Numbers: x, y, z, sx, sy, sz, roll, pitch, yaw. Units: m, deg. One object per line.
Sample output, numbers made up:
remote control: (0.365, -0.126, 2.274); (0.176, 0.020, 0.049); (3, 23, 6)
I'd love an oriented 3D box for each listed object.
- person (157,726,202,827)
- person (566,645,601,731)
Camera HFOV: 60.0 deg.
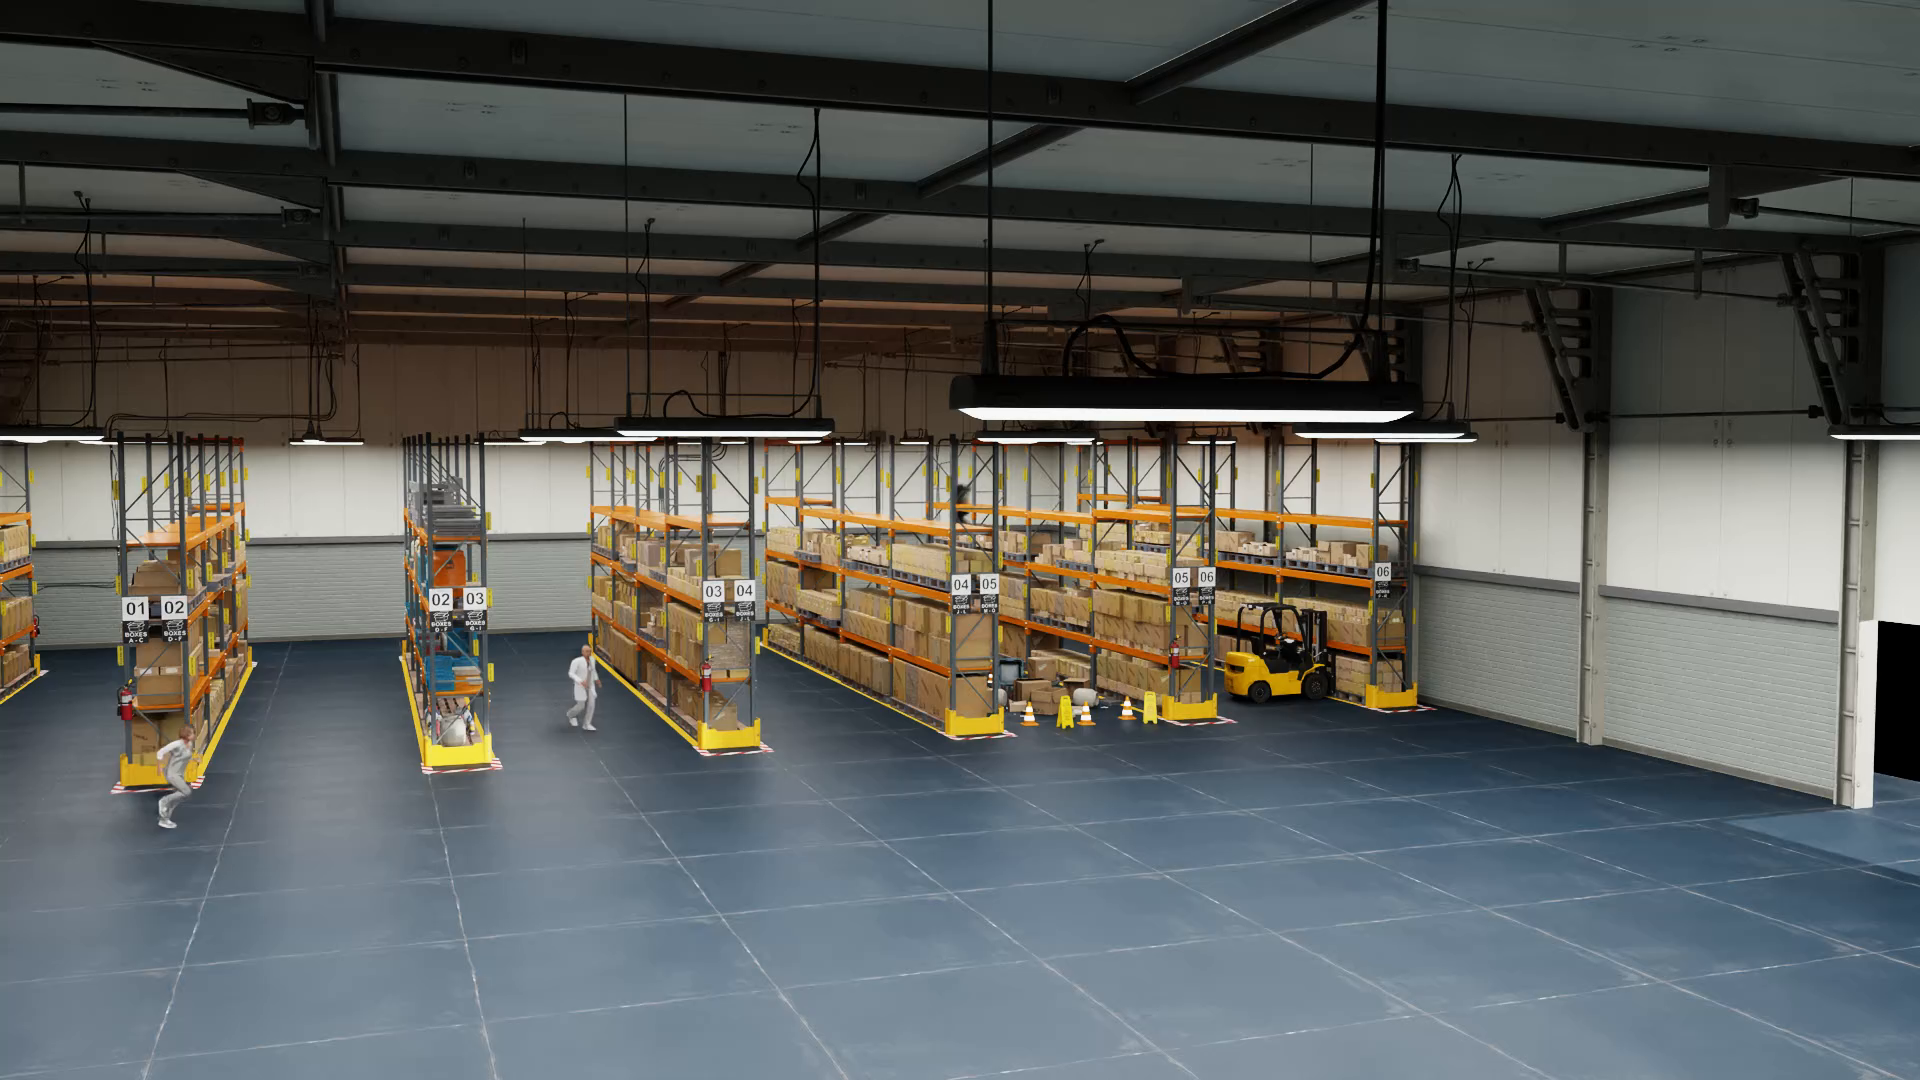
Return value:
person: (-11.787, 3.574, 25.099); (0.671, 1.526, 0.543); (0, 3, -1)
person: (-7.695, 2.991, 33.782); (0.859, 1.732, 0.712); (3, 4, 45)
